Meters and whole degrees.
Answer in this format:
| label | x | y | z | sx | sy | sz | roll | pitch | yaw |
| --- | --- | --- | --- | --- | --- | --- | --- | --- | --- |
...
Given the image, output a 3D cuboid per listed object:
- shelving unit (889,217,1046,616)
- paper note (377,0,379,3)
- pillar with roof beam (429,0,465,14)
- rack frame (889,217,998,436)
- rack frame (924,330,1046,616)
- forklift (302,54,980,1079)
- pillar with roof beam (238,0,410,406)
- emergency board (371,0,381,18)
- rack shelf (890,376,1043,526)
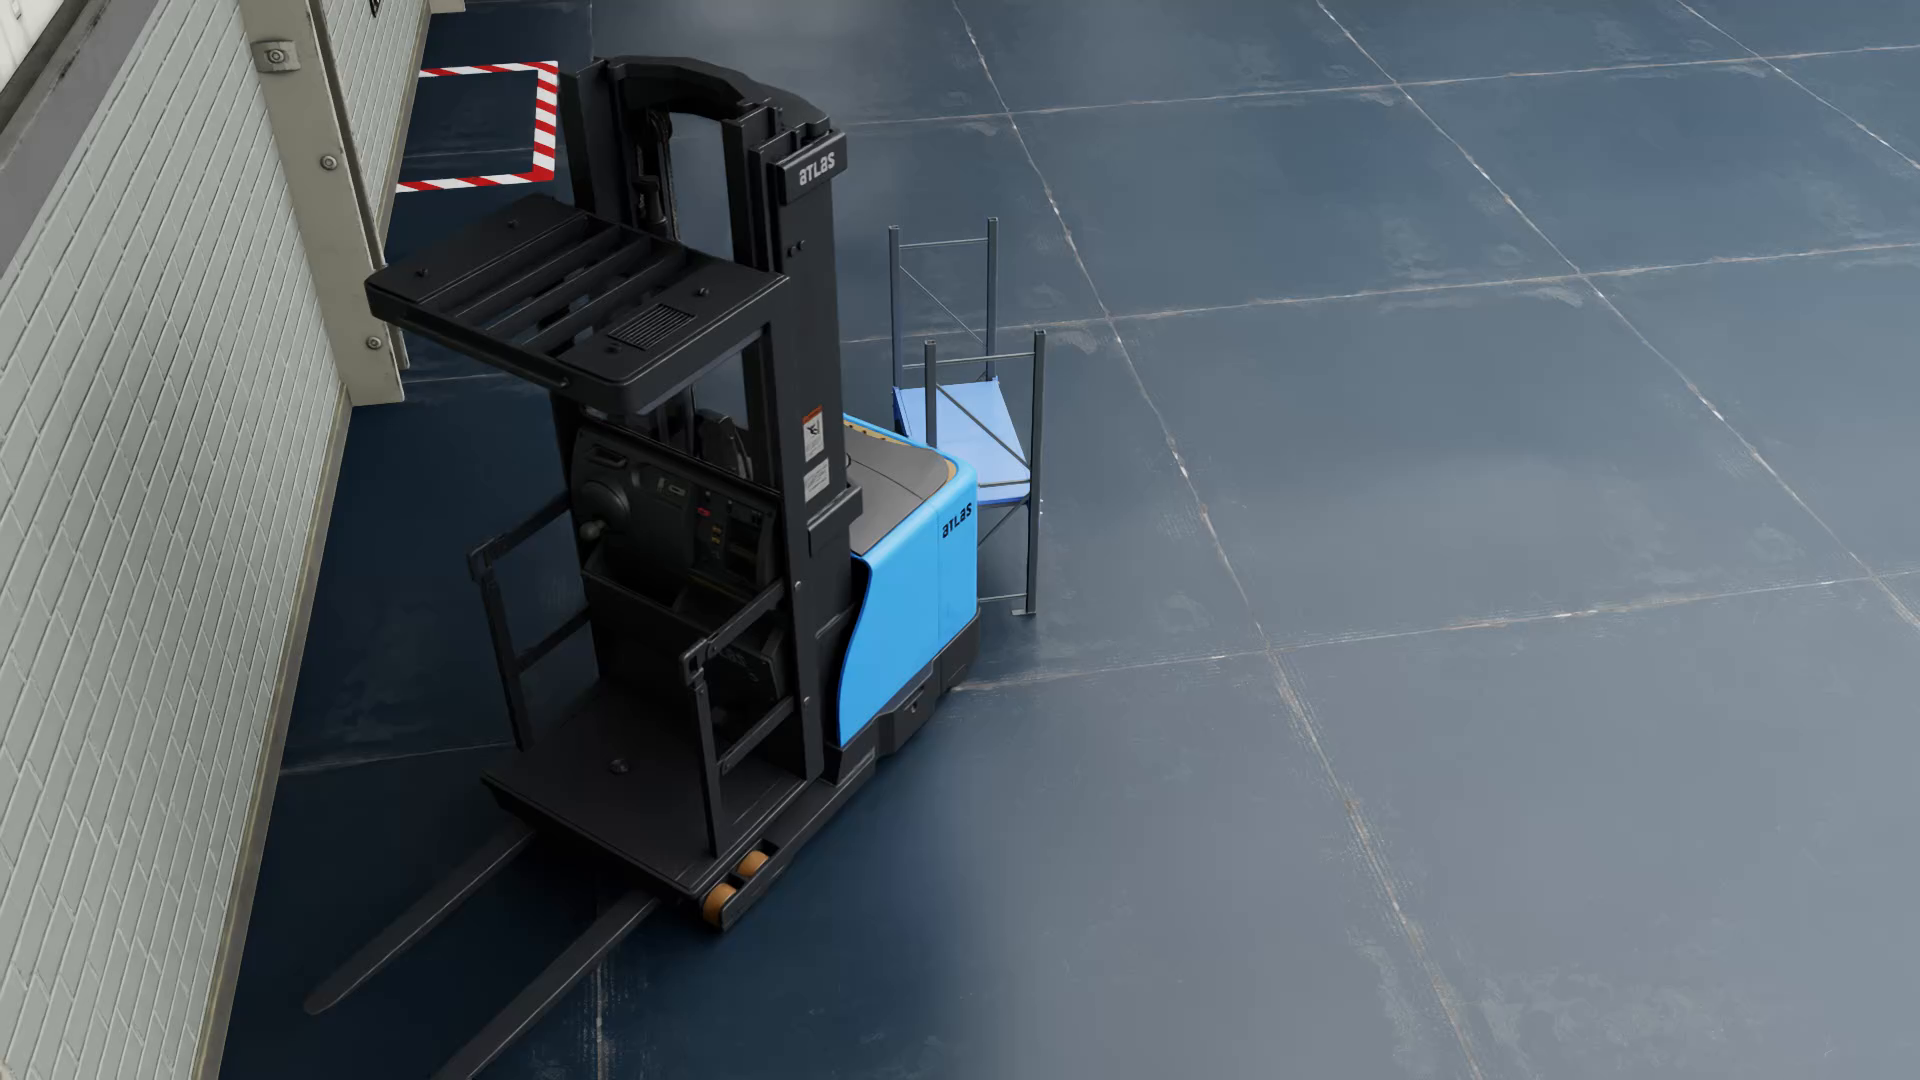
| label | x | y | z | sx | sy | sz | roll | pitch | yaw |
| --- | --- | --- | --- | --- | --- | --- | --- | --- | --- |
| shelving unit | 0.015 | -0.541 | 7.623 | 0.538 | 1.500 | 1.048 | -6 | 38 | -8 |
| paper note | -3.934 | -3.713 | 11.203 | 0.016 | 0.148 | 0.142 | -6 | 38 | -8 |
| pillar with roof beam | -0.054 | -8.505 | 11.762 | 9.100 | 9.000 | 0.400 | -6 | 38 | -8 |
| rack frame | -0.074 | -0.848 | 8.019 | 0.500 | 1.500 | 0.032 | -6 | 38 | -8 |
| rack frame | 0.104 | -0.234 | 7.228 | 0.500 | 1.500 | 0.032 | -6 | 38 | -8 |
| forklift | -1.147 | -0.032 | 5.802 | 1.130 | 2.935 | 3.031 | 22 | 43 | 26 |
| pillar with roof beam | 0.997 | -4.881 | 7.097 | 9.100 | 9.000 | 0.400 | -6 | 38 | -8 |
| emergency board | -3.914 | -4.168 | 11.070 | 0.157 | 1.169 | 0.626 | -6 | 38 | -8 |
| rack shelf | 0.015 | -0.399 | 7.734 | 0.538 | 0.185 | 1.000 | -6 | 38 | -8 |
